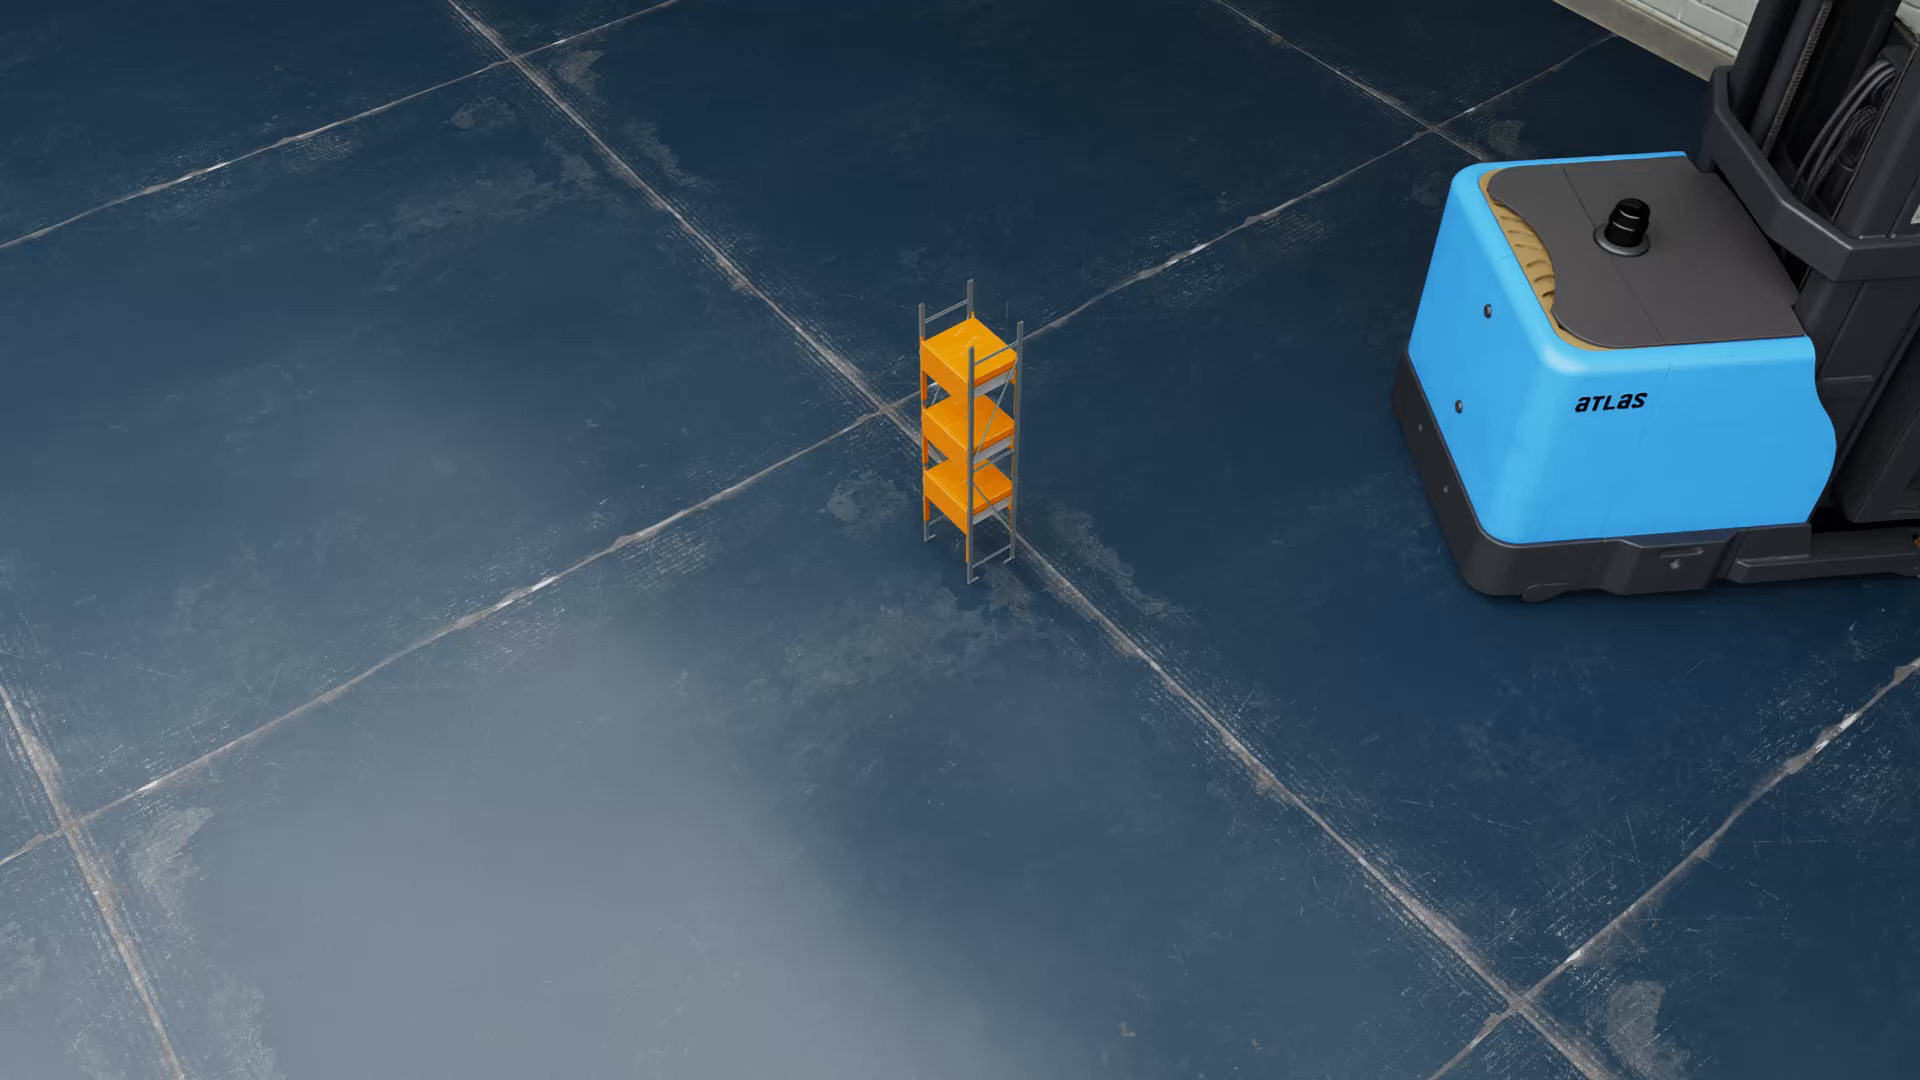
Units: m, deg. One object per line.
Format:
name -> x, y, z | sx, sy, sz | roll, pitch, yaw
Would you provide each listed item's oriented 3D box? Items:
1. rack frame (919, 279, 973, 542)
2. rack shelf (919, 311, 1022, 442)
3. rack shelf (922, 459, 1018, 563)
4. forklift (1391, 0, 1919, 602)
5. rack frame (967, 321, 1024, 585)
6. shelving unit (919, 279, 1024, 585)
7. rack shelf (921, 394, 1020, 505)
rack frame -> -0.041, -0.393, 5.398 | 0.200, 1.050, 0.008 | -29, 54, -24
rack shelf -> 0.032, -0.505, 5.130 | 0.215, 0.259, 0.240 | -29, 54, -24
rack shelf -> 0.032, -0.127, 5.546 | 0.215, 0.259, 0.240 | -29, 54, -24
forklift -> 3.136, -1.243, 4.898 | 3.031, 2.935, 1.130 | -4, 48, -4
rack frame -> 0.106, -0.249, 5.267 | 0.200, 1.050, 0.008 | -29, 54, -24
shelving unit -> 0.032, -0.321, 5.332 | 0.215, 1.050, 0.252 | -29, 54, -24
rack shelf -> 0.032, -0.314, 5.340 | 0.215, 0.259, 0.240 | -29, 54, -24
